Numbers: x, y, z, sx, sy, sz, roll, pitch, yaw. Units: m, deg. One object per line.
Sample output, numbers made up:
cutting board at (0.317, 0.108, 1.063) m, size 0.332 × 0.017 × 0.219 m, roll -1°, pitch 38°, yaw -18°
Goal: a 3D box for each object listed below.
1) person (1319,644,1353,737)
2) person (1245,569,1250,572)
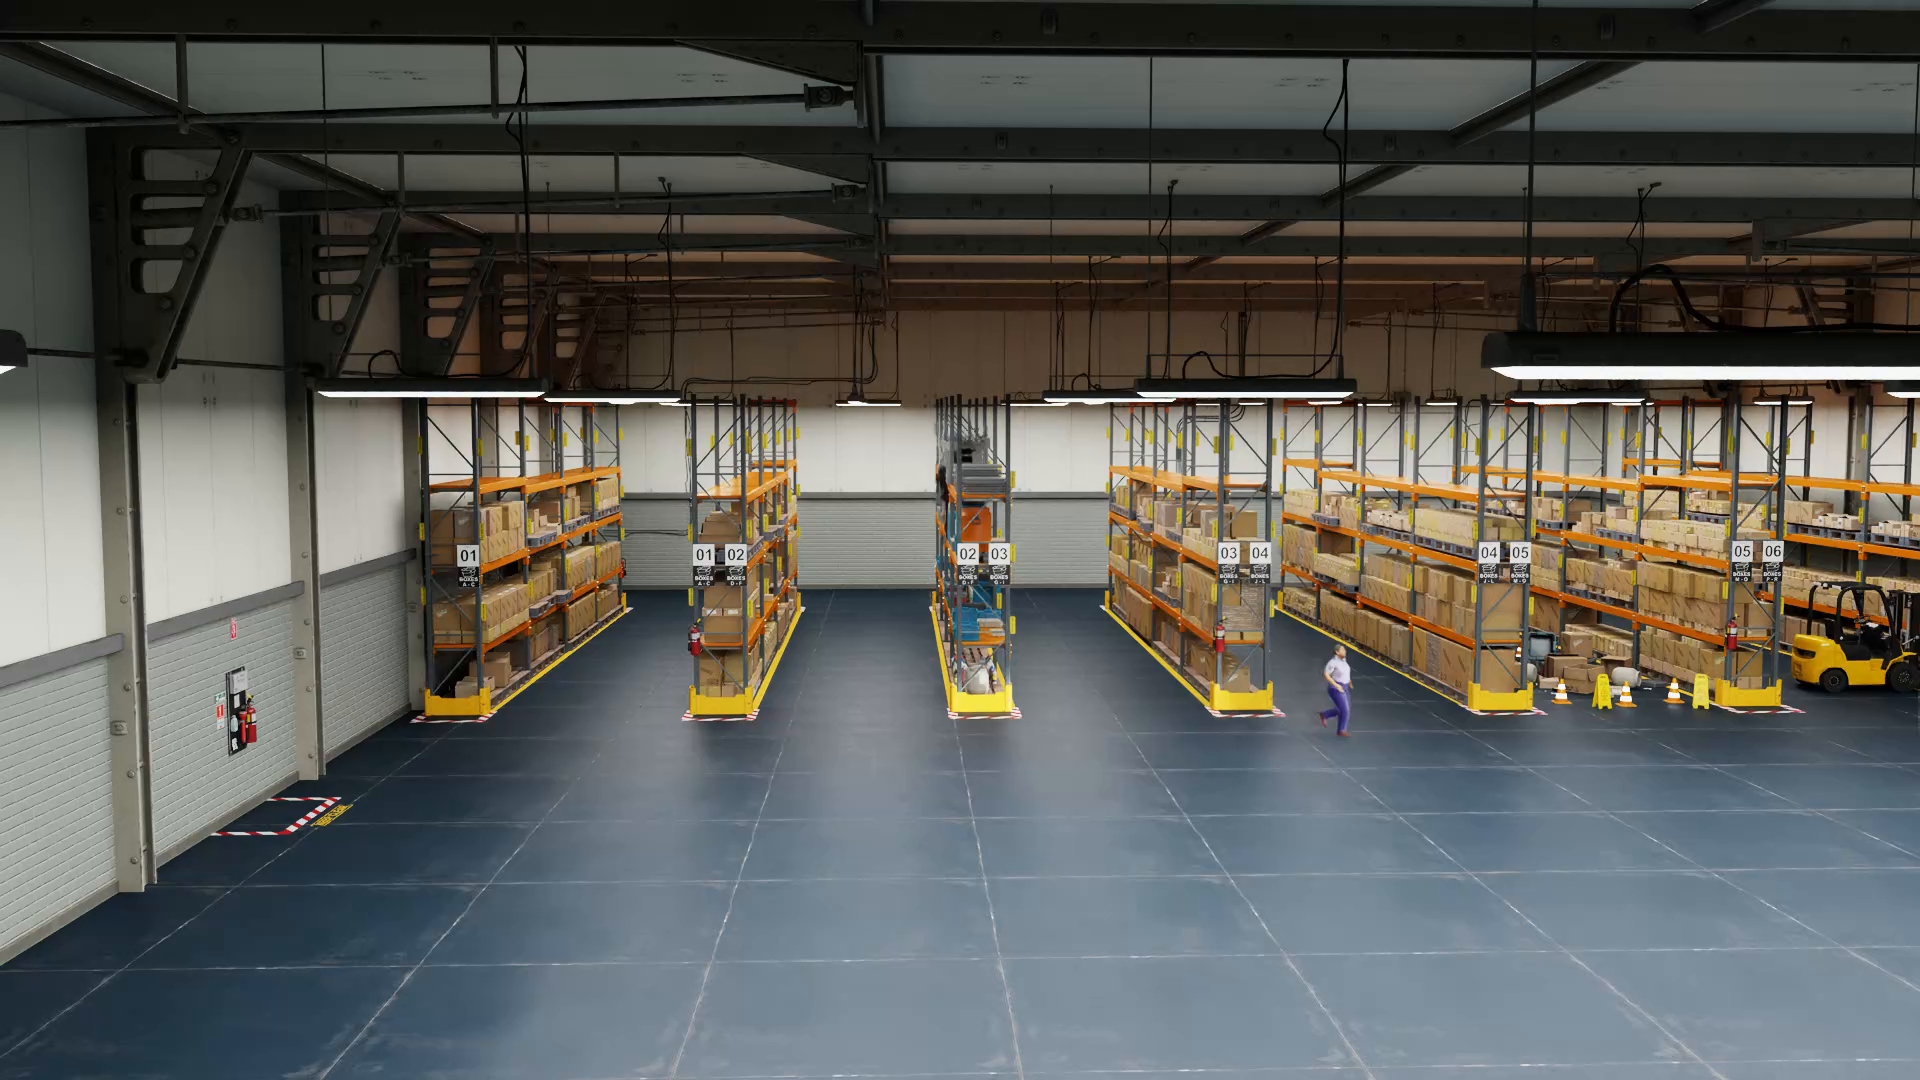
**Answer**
person at (6.603, 2.624, 29.204) m, size 0.676 × 1.614 × 0.638 m, roll 3°, pitch 6°, yaw 38°
person at (7.995, 1.166, 47.127) m, size 0.665 × 1.724 × 0.576 m, roll 0°, pitch 5°, yaw -4°
